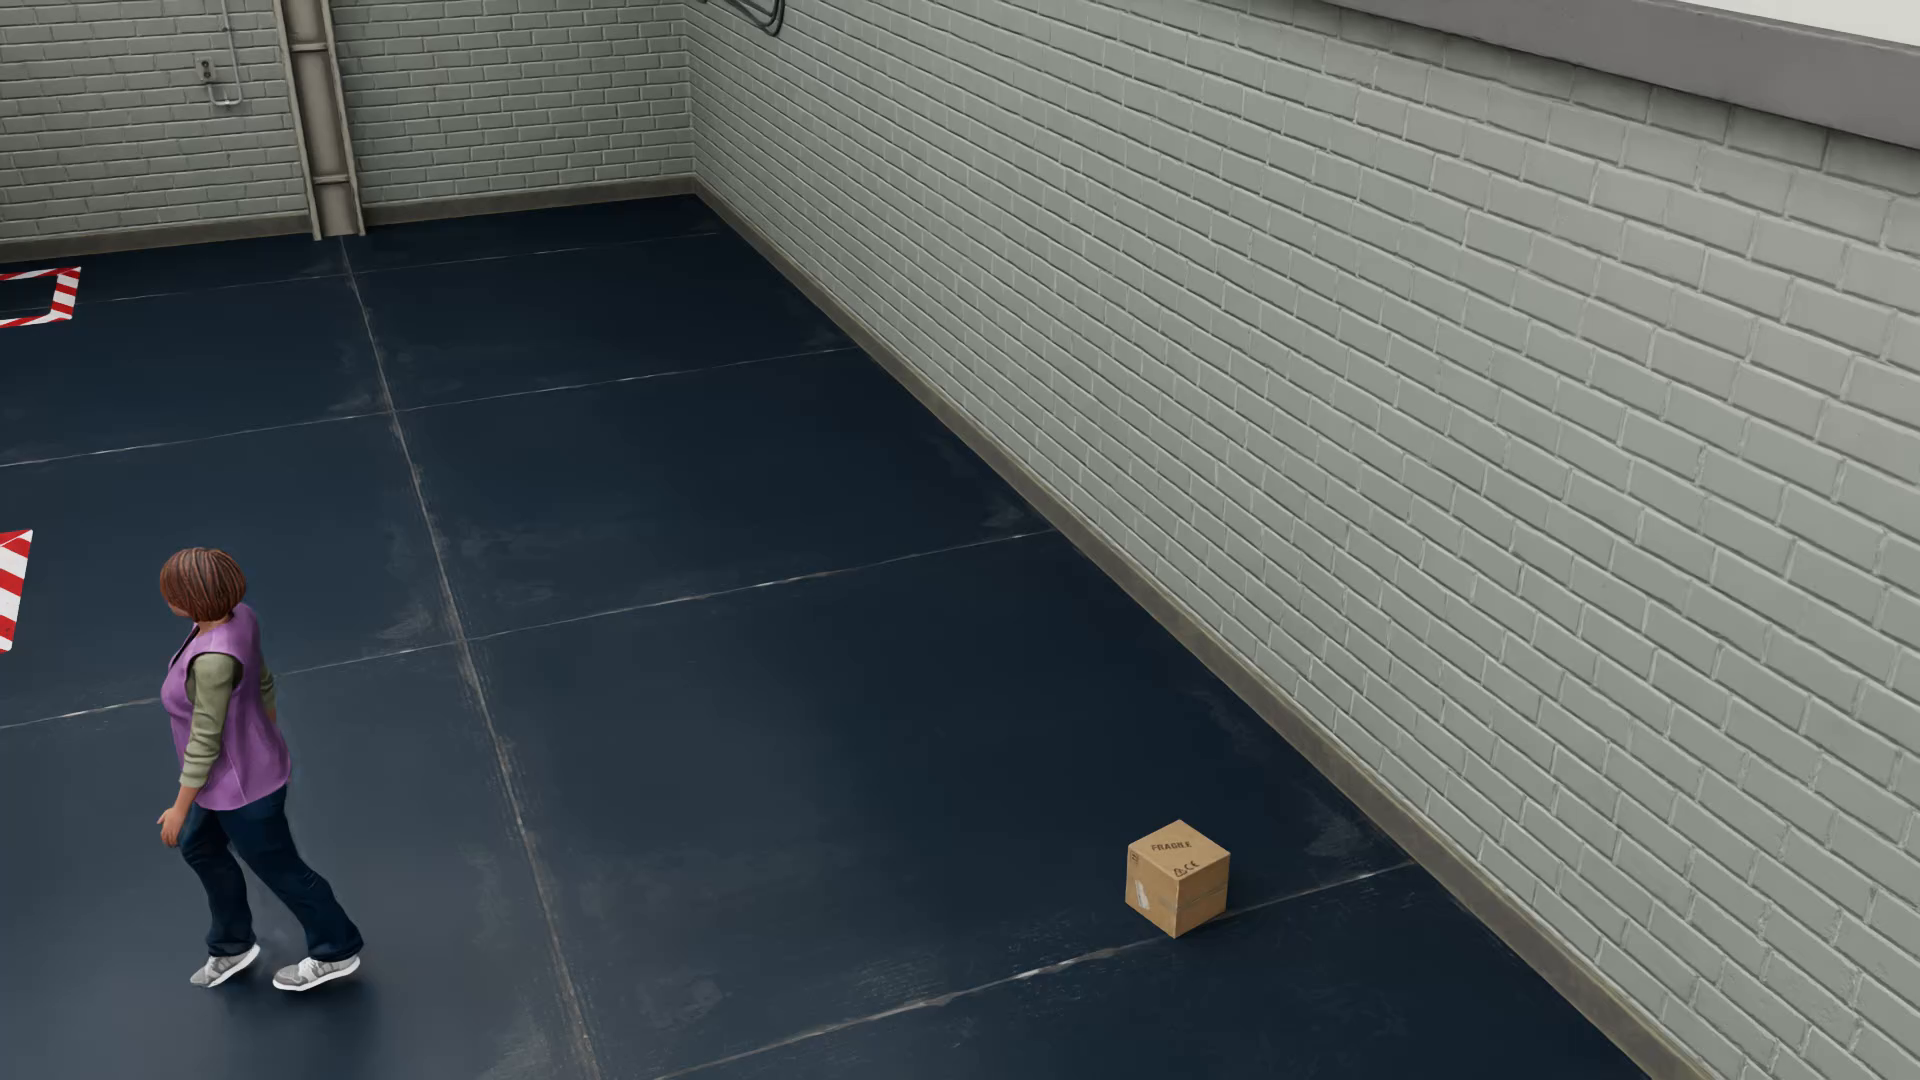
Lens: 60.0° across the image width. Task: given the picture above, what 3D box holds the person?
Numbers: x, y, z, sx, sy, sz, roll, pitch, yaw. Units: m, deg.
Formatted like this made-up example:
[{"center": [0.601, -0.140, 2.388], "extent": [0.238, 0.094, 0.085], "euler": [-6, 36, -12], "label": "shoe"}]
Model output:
[{"center": [-2.229, 0.767, 5.095], "extent": [0.563, 1.649, 0.414], "euler": [-9, 28, -17], "label": "person"}]
